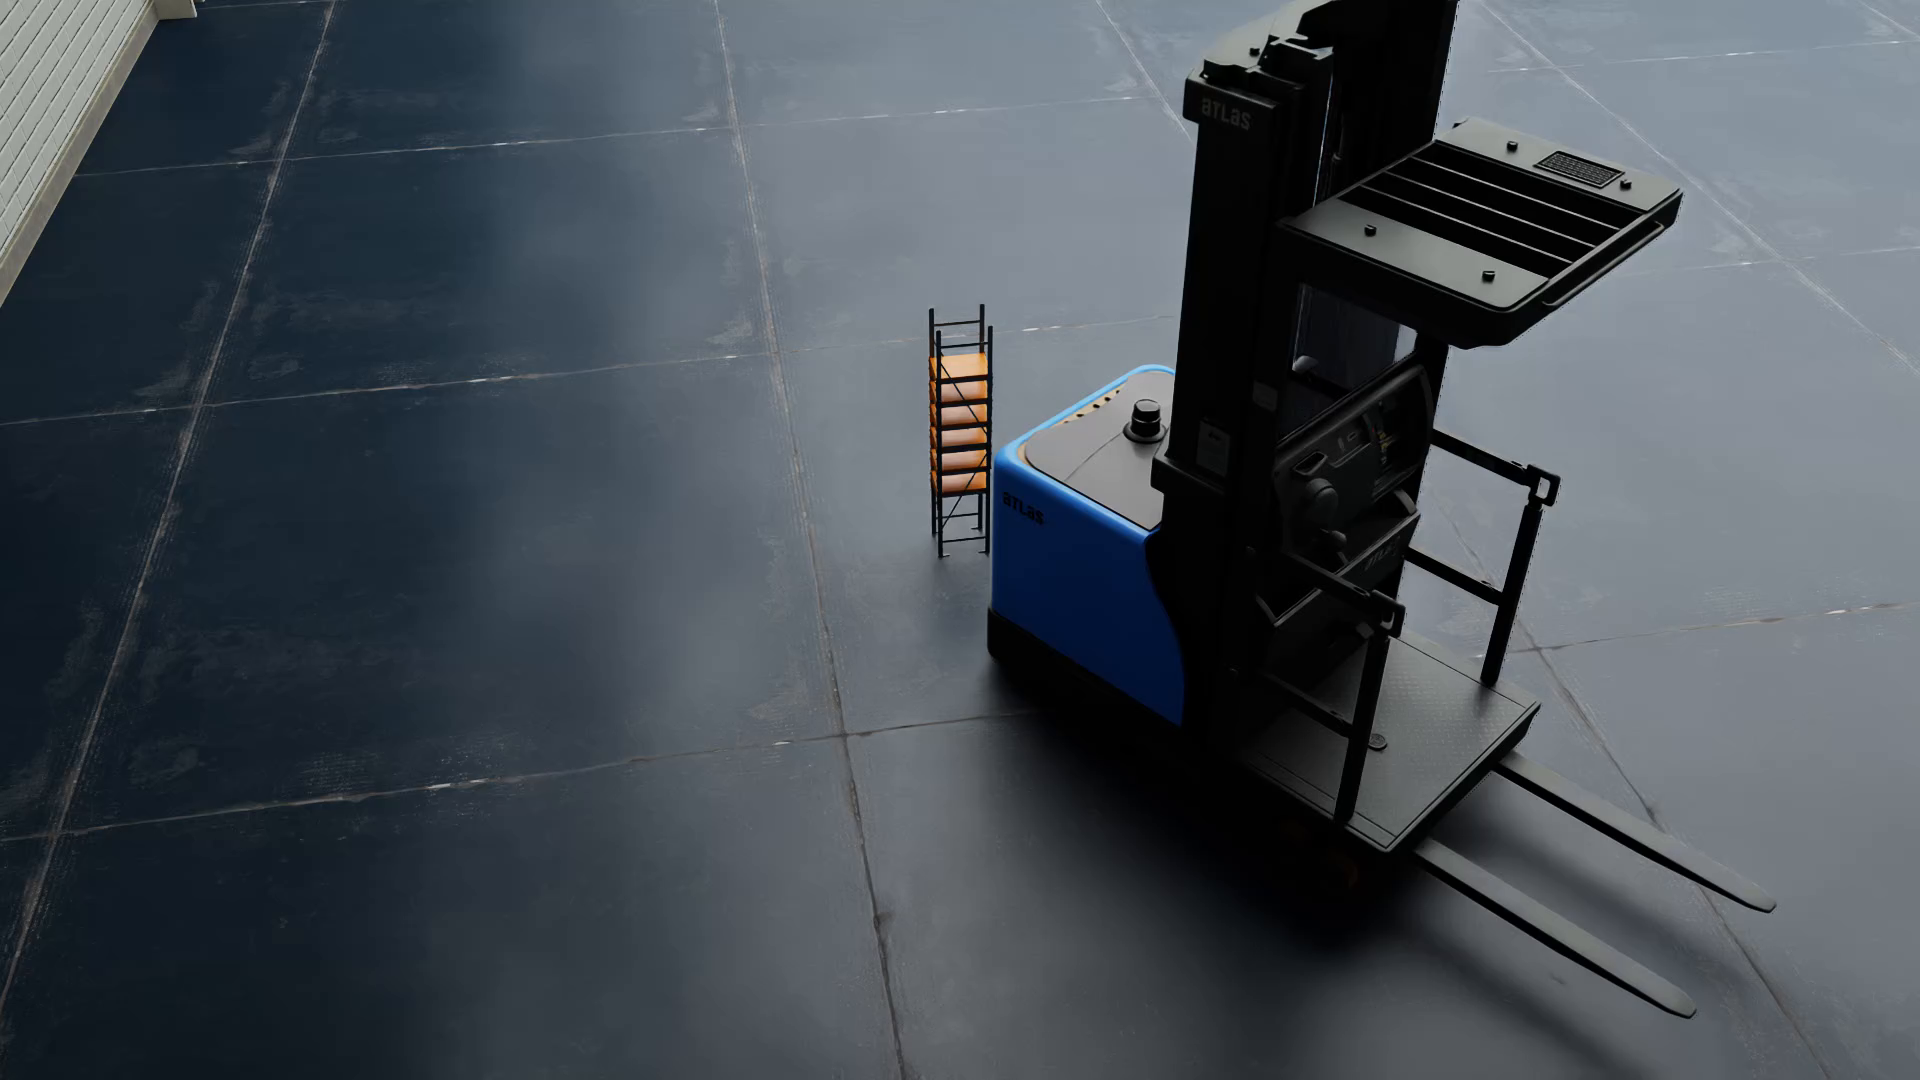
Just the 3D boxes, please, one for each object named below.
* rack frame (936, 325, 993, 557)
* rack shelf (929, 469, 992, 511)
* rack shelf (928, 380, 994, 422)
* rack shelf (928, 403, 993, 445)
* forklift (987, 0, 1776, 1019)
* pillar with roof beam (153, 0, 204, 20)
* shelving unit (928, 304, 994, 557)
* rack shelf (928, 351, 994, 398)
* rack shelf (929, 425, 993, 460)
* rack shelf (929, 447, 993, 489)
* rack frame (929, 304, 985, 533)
[{"bbox_3d":[0.019,-0.410,7.300,0.240,1.200,0.006,-6,38,-8],"label":"rack frame"},{"bbox_3d":[0.003,-0.240,7.545,0.258,0.103,0.180,-6,38,-8],"label":"rack shelf"},{"bbox_3d":[0.003,-0.620,7.251,0.258,0.103,0.180,-6,38,-8],"label":"rack shelf"},{"bbox_3d":[0.003,-0.525,7.324,0.258,0.103,0.180,-6,38,-8],"label":"rack shelf"},{"bbox_3d":[1.519,-0.226,5.652,3.031,2.935,1.130,31,47,34],"label":"forklift"},{"bbox_3d":[-1.931,-8.212,10.985,9.100,9.000,0.400,-6,38,-8],"label":"pillar with roof beam"},{"bbox_3d":[0.003,-0.465,7.371,0.258,1.200,0.189,-6,38,-8],"label":"shelving unit"},{"bbox_3d":[0.003,-0.714,7.177,0.258,0.103,0.180,-6,38,-8],"label":"rack shelf"},{"bbox_3d":[0.003,-0.430,7.398,0.258,0.103,0.180,-6,38,-8],"label":"rack shelf"},{"bbox_3d":[0.003,-0.335,7.472,0.258,0.103,0.180,-6,38,-8],"label":"rack shelf"},{"bbox_3d":[-0.014,-0.520,7.442,0.240,1.200,0.006,-6,38,-8],"label":"rack frame"}]
